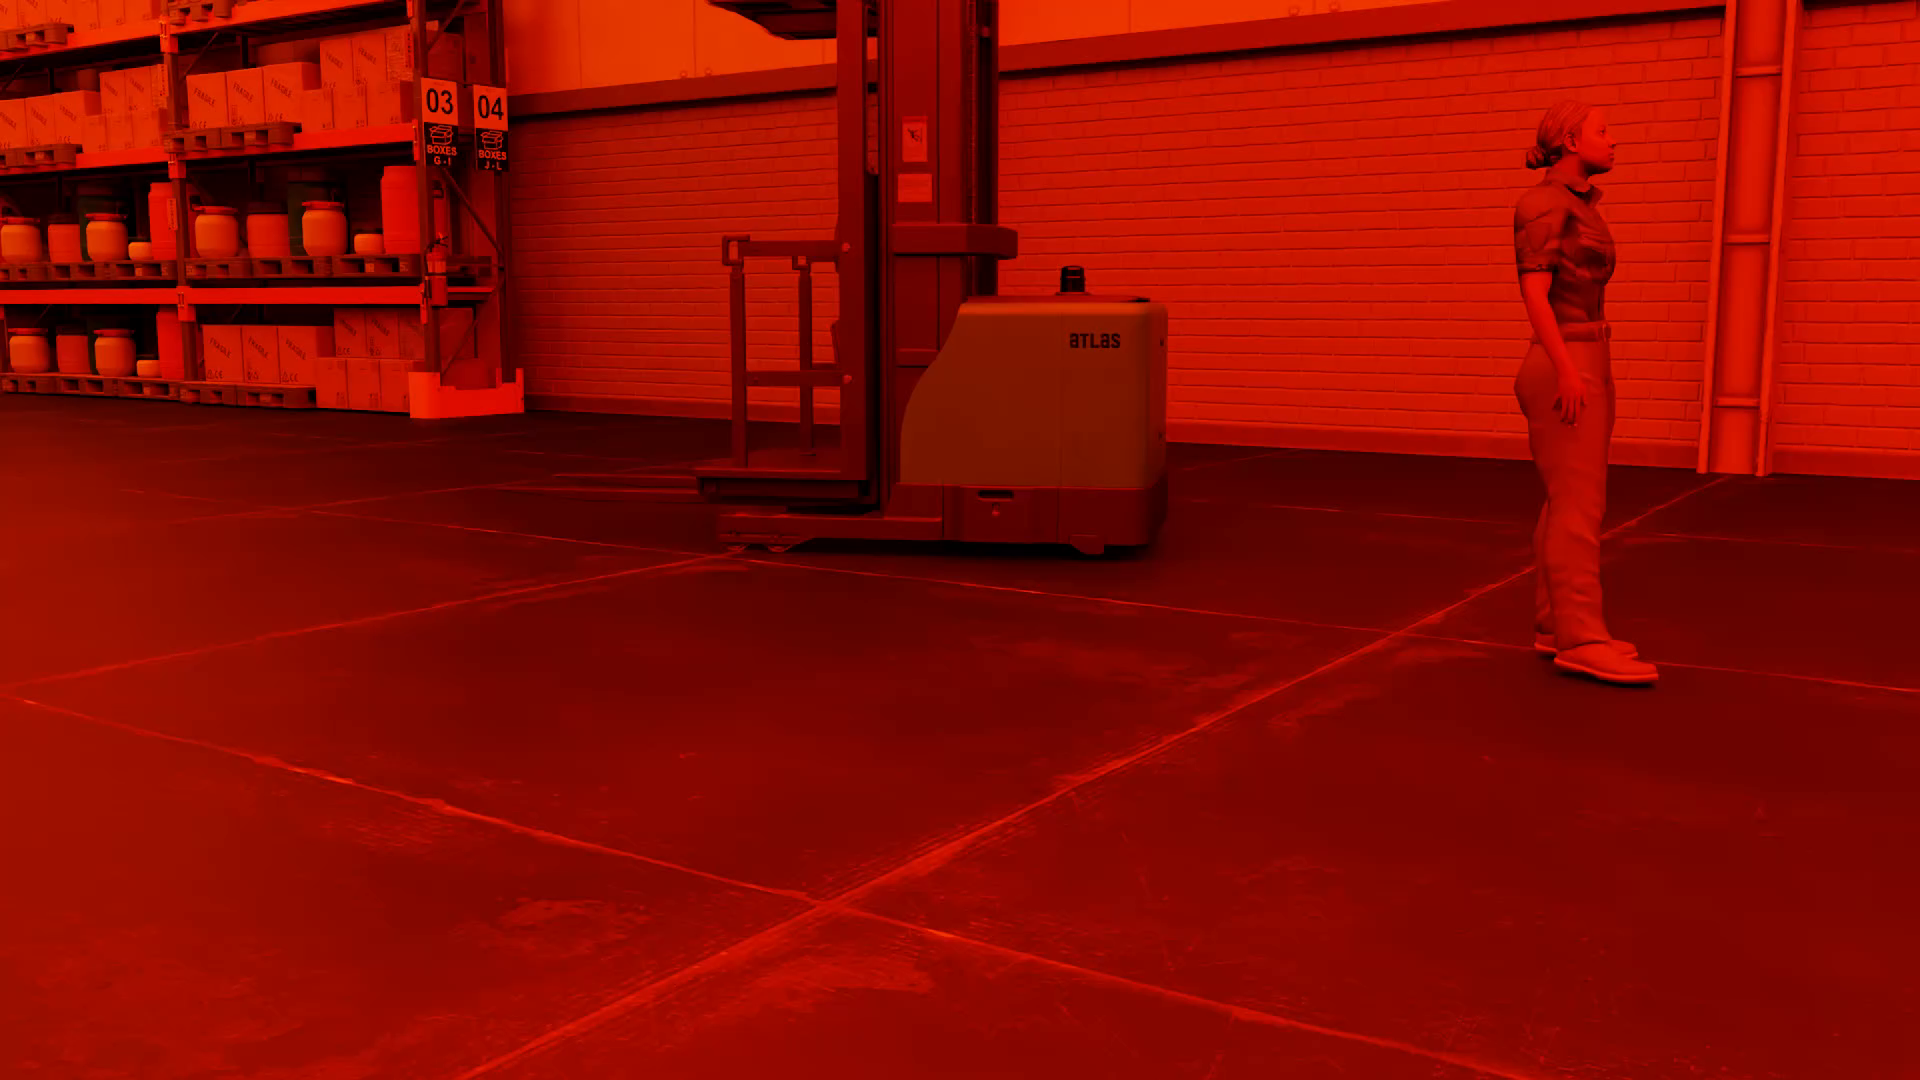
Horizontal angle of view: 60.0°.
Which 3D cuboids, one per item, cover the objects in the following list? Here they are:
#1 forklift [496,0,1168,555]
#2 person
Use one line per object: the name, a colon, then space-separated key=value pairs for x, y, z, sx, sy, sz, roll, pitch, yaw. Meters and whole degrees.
forklift: x=-0.596 y=-1.469 z=7.520 sx=3.031 sy=2.935 sz=1.130 roll=2 pitch=8 yaw=12
person: x=1.875 y=-0.456 z=4.887 sx=0.503 sy=1.656 sz=0.570 roll=5 pitch=10 yaw=32
